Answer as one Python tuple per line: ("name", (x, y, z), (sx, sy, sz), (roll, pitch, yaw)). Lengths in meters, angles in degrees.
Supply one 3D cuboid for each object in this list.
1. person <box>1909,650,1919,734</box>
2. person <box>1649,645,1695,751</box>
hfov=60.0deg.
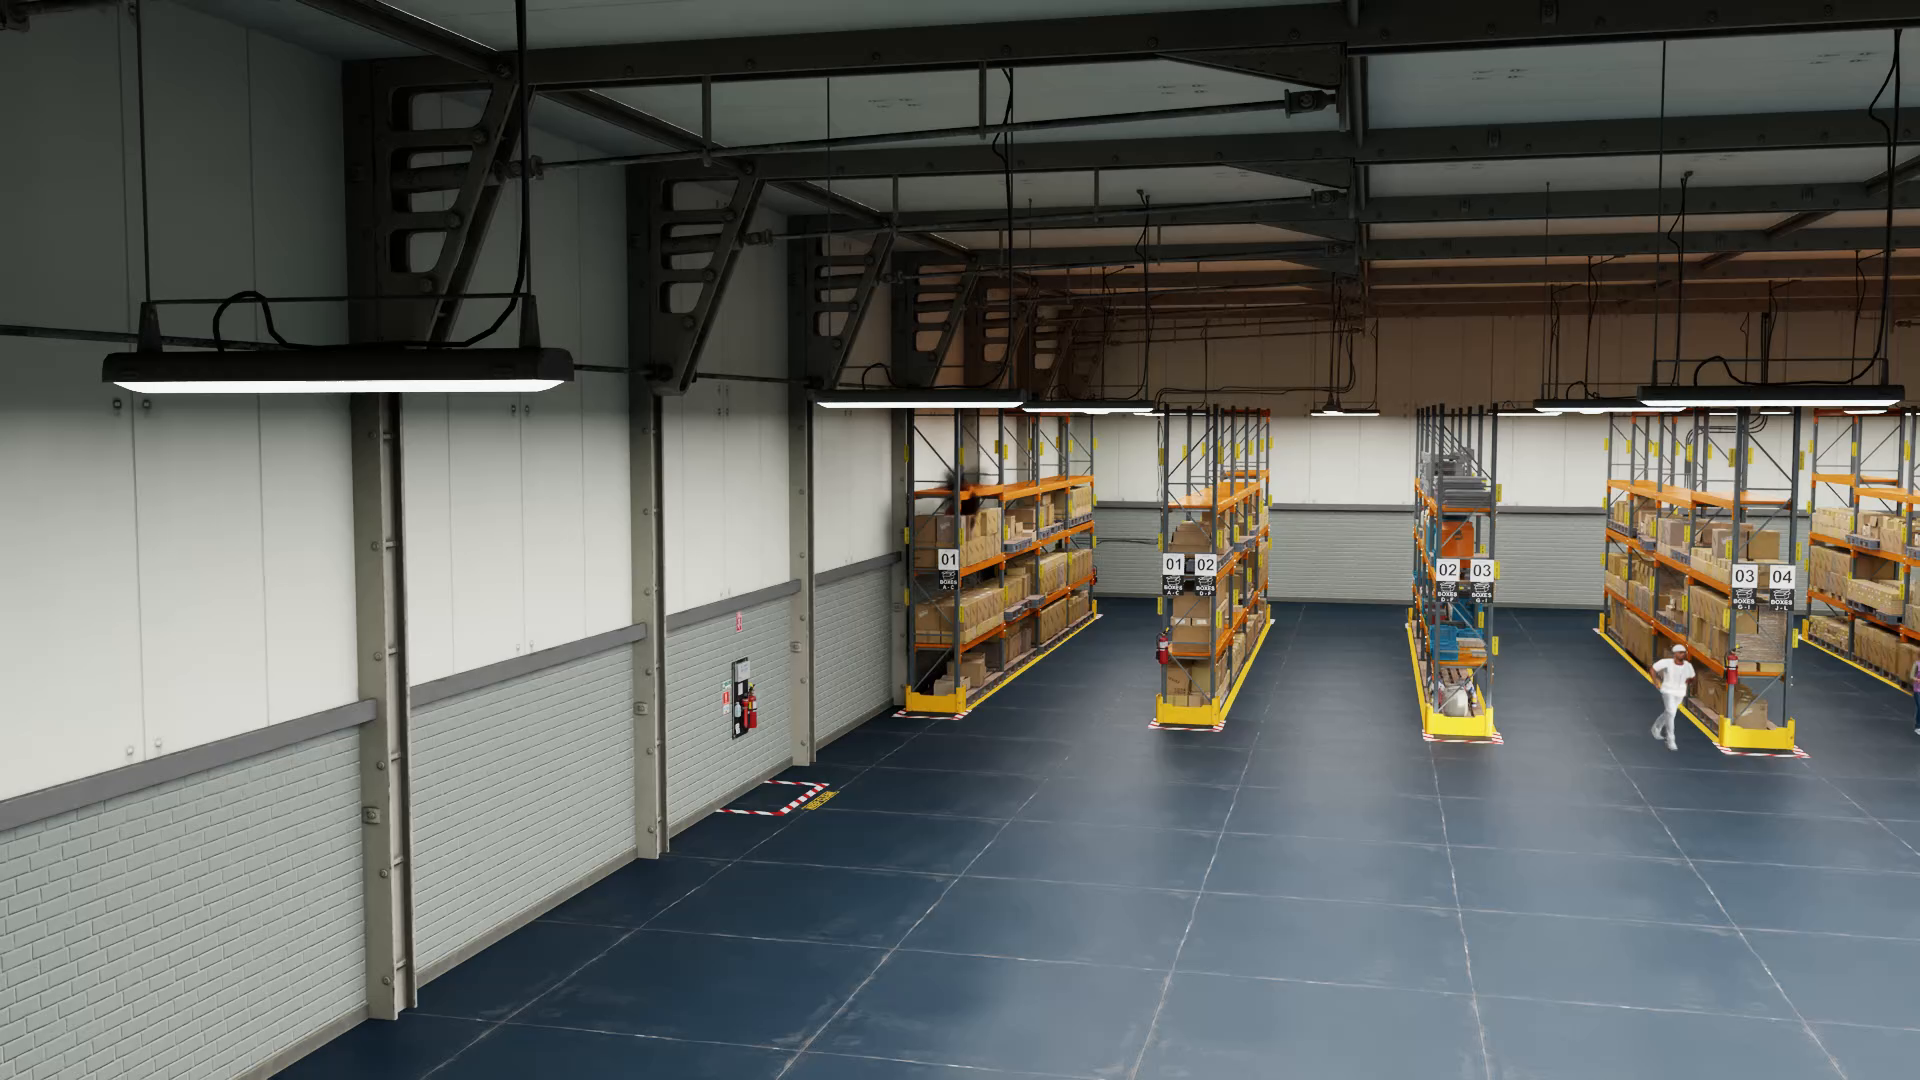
("person", (17.435, 2.751, 30.017), (0.522, 1.546, 0.555), (1, 4, 7))
("person", (12.522, 2.716, 29.135), (0.729, 1.790, 0.926), (-1, 4, -9))
